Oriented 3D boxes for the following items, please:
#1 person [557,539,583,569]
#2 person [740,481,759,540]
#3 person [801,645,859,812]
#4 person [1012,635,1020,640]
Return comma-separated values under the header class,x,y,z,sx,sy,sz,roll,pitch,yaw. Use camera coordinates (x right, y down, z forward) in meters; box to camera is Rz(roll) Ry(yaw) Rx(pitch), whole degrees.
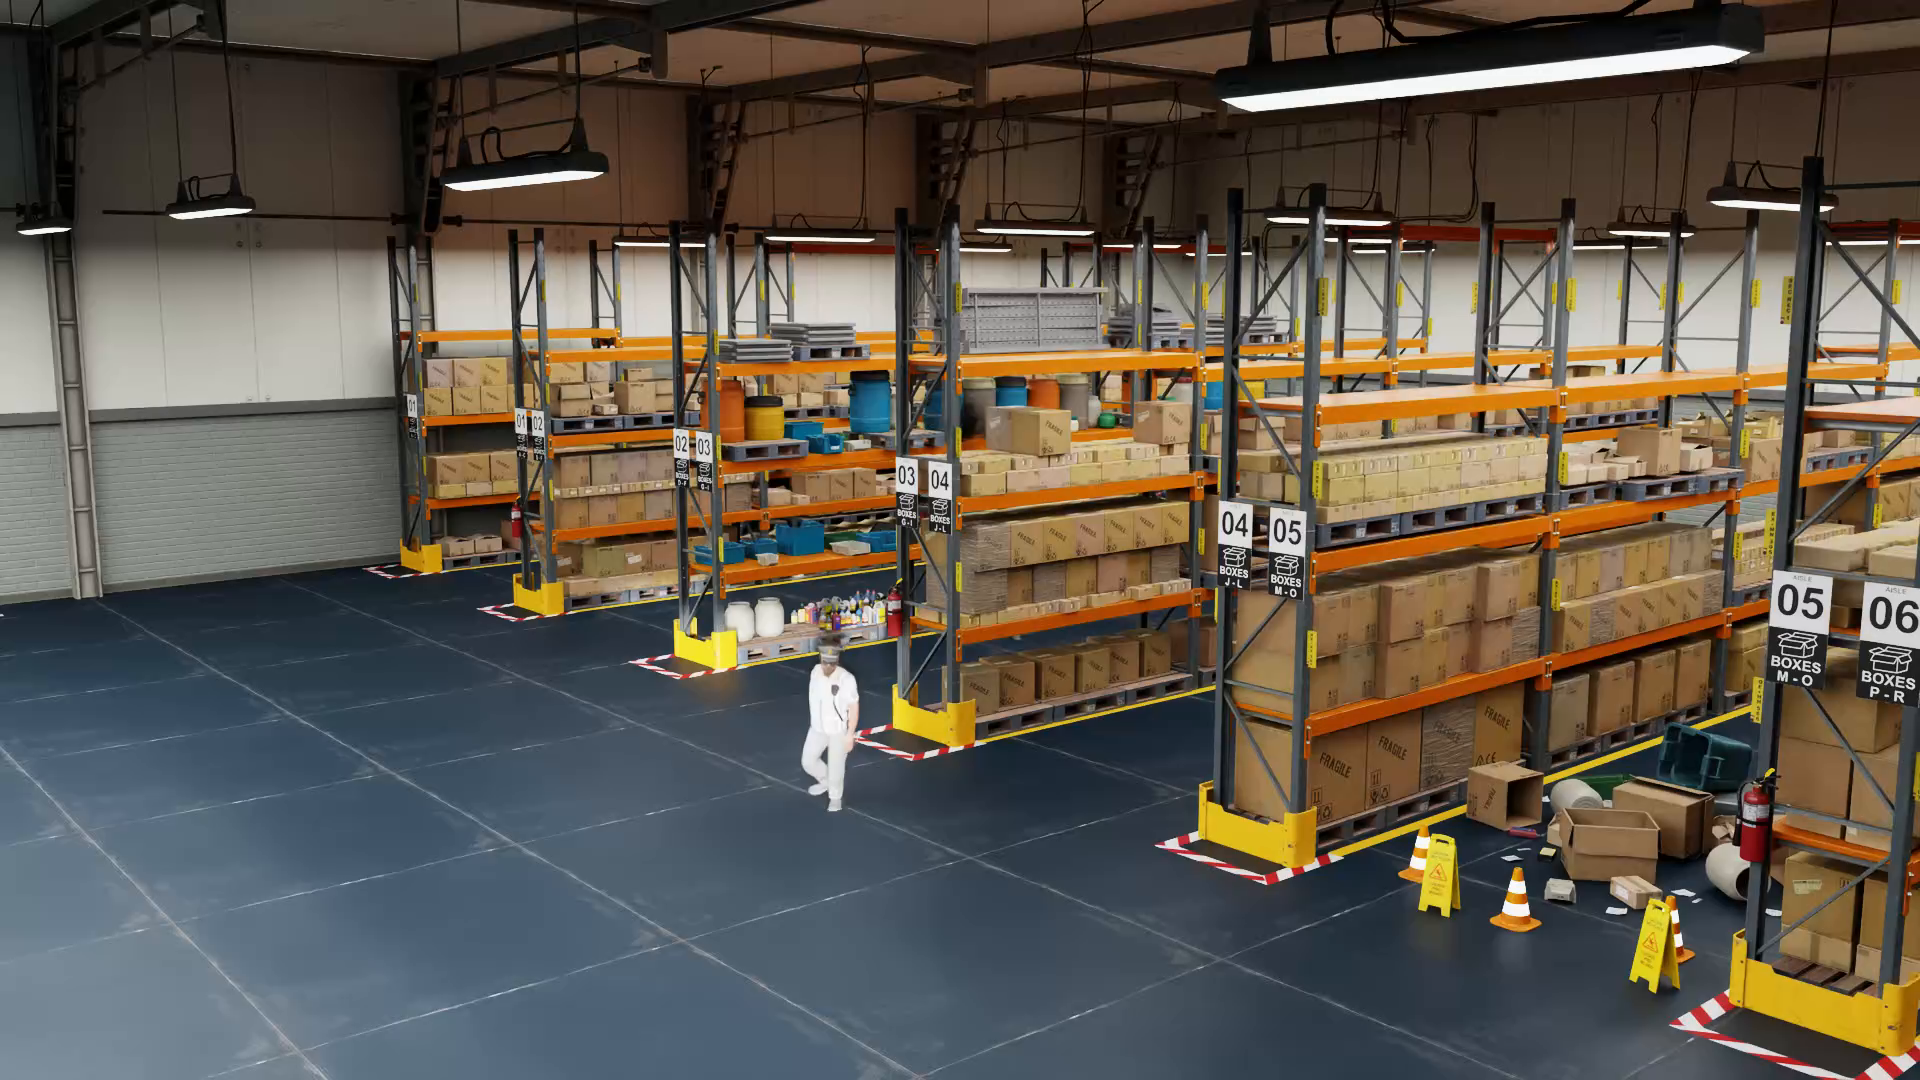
class,x,y,z,sx,sy,sz,roll,pitch,yaw
person,-6.711,0.067,28.636,0.576,1.464,0.769,4,10,24
person,-3.887,-0.396,31.196,0.800,1.604,0.559,-6,11,-35
person,-1.272,1.832,16.355,0.708,1.708,0.590,4,10,24
person,0.733,0.740,24.276,0.623,1.466,0.932,1,9,8
